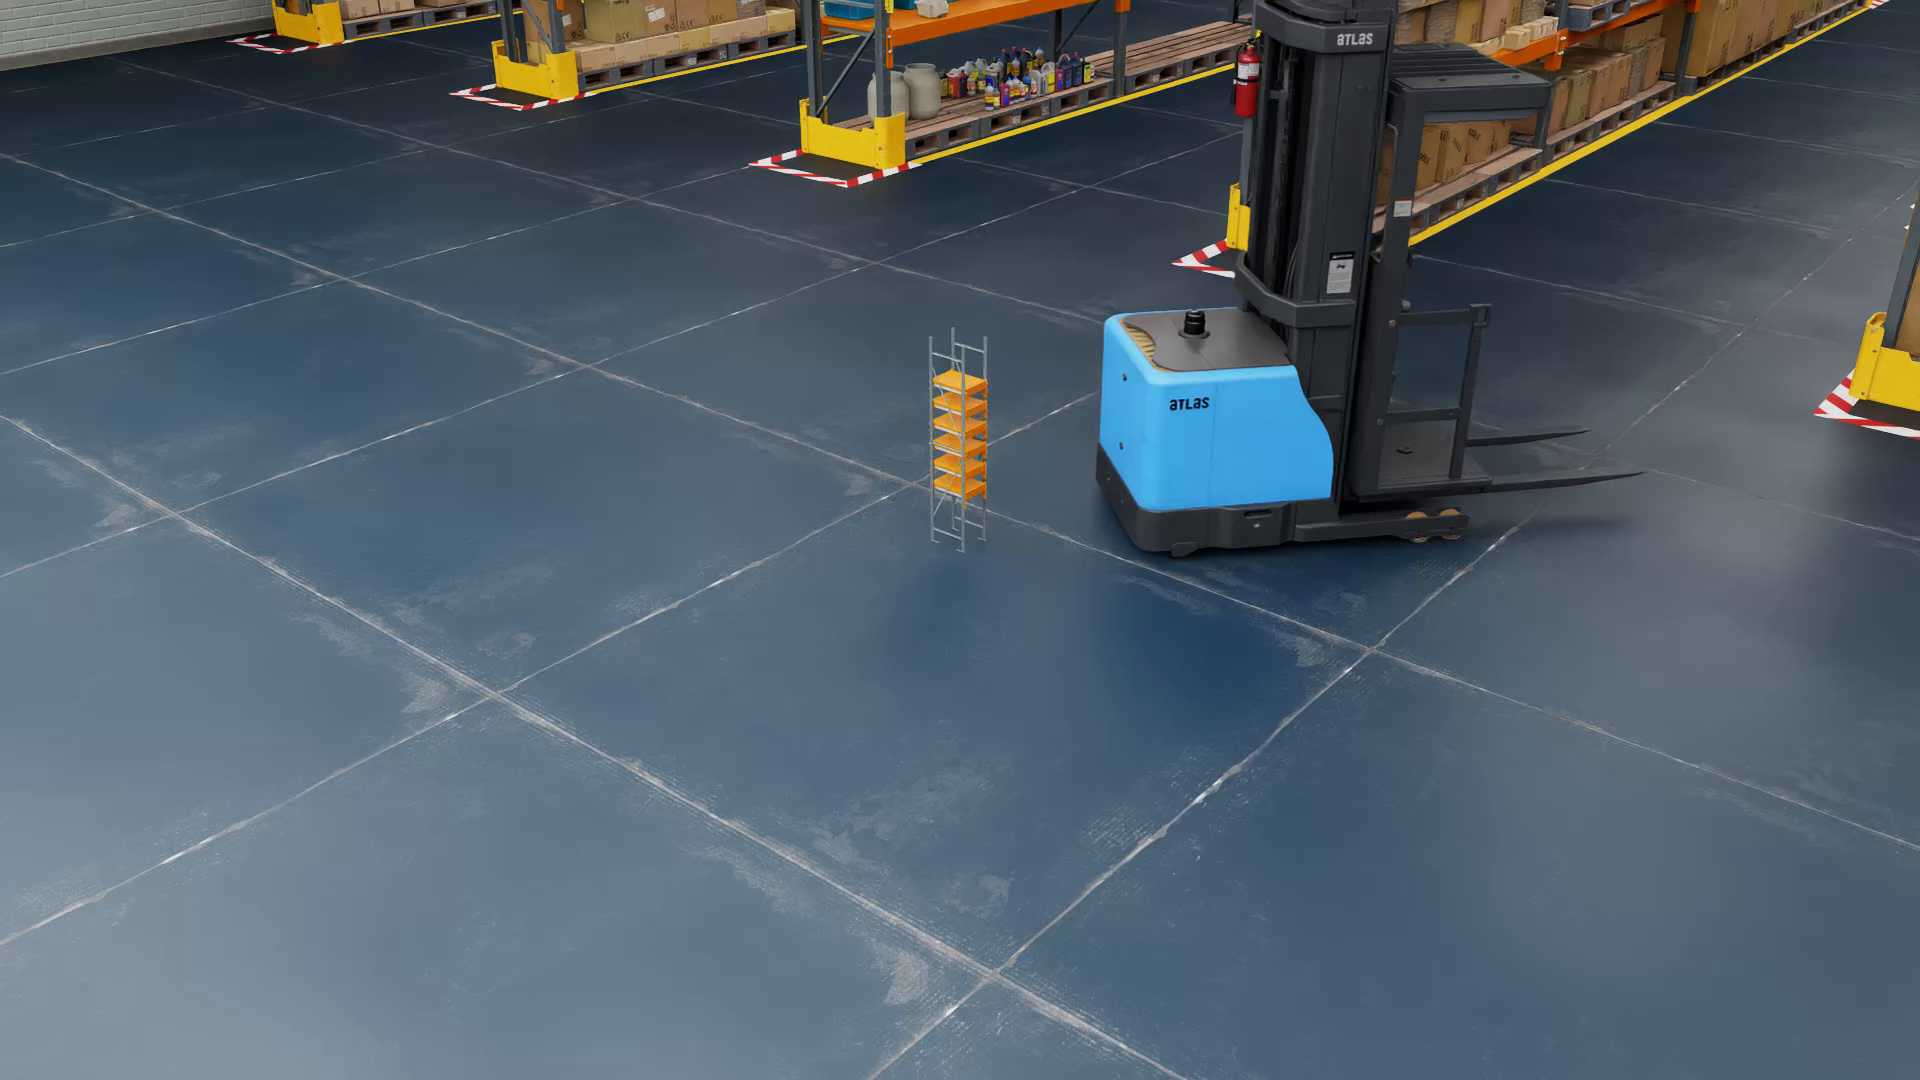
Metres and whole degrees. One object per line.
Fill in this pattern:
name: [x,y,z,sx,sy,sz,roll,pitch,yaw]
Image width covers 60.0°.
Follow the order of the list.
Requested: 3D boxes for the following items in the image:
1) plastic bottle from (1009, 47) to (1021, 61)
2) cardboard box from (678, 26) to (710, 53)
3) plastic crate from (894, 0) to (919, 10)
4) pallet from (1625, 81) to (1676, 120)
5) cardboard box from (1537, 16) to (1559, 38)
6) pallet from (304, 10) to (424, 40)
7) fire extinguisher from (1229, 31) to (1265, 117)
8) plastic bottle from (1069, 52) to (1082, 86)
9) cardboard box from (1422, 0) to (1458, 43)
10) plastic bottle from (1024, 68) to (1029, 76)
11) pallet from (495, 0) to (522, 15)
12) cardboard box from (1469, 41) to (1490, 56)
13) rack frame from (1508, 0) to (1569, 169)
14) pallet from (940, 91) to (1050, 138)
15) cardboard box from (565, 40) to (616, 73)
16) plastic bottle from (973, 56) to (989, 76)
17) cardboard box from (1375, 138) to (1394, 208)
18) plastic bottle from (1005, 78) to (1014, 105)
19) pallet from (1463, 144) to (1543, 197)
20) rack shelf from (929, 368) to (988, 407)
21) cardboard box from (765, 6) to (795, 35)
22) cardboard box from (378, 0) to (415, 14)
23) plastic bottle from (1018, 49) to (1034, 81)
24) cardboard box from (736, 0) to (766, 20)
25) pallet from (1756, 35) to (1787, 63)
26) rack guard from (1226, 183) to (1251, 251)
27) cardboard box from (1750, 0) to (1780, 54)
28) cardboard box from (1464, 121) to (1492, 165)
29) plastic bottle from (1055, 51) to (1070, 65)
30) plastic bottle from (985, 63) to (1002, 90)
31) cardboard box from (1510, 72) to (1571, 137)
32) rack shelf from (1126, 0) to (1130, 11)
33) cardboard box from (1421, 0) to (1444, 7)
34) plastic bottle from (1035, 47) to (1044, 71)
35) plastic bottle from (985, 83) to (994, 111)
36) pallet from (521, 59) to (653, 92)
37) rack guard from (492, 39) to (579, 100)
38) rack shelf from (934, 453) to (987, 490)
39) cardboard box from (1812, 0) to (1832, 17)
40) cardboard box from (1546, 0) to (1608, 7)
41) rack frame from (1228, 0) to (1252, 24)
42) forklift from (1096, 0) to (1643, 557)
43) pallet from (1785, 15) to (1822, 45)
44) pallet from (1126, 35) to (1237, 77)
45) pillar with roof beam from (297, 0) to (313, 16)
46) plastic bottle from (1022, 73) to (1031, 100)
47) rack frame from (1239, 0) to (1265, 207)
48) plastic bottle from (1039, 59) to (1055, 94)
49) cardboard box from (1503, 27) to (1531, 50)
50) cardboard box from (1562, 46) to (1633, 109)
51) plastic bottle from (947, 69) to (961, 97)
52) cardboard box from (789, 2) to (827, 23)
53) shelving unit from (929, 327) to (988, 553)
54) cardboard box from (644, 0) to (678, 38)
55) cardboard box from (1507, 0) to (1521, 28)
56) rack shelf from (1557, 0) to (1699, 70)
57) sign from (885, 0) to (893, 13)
plastic bottle: [0.625,-5.402,18.832,0.144,0.351,0.185,22,34,36]
cardboard box: [-3.437,-6.201,20.507,0.500,0.250,0.500,21,34,34]
plastic crate: [-0.581,-5.557,16.890,0.499,0.251,0.408,21,34,34]
pallet: [7.327,-5.004,18.693,1.003,0.211,1.213,21,34,34]
cardboard box: [5.371,-4.827,15.590,0.380,0.149,0.250,21,34,34]
pallet: [-8.138,-7.092,22.729,1.003,0.211,1.213,21,34,34]
fire extinguisher: [2.308,-3.742,13.303,0.296,0.674,0.183,21,34,34]
plastic bottle: [1.271,-5.255,18.547,0.144,0.351,0.185,20,33,33]
cardboard box: [3.684,-4.423,14.103,0.875,0.500,0.500,21,34,34]
plastic bottle: [0.755,-5.017,18.160,0.061,0.283,0.133,21,34,34]
pallet: [-6.586,-7.957,24.401,1.003,0.211,1.213,21,34,34]
cardboard box: [4.405,-4.299,14.570,0.380,0.149,0.250,21,34,34]
rack frame: [5.281,-5.101,15.845,1.000,3.000,0.127,21,34,34]
pallet: [0.224,-4.649,18.008,1.003,0.211,1.213,21,34,34]
cardboard box: [-4.393,-5.669,19.480,0.500,0.250,0.500,21,34,34]
plastic bottle: [0.235,-5.185,18.411,0.144,0.351,0.185,20,34,34]
cardboard box: [3.500,-3.197,14.429,0.500,0.500,0.500,-18,32,-31]
plastic bottle: [0.526,-4.787,17.729,0.097,0.271,0.097,0,27,0]
pallet: [4.881,-3.614,16.006,1.003,0.211,1.213,21,34,34]
rack shelf: [-0.009,-0.808,8.819,0.258,0.103,0.180,21,34,34]
cardboard box: [-2.487,-6.734,21.538,0.500,0.250,0.500,21,34,34]
cardboard box: [-7.858,-7.448,22.830,0.500,0.311,0.500,24,36,38]
plastic bottle: [0.736,-5.360,18.751,0.144,0.351,0.185,21,34,34]
cardboard box: [-2.814,-6.893,21.030,0.500,0.500,0.500,21,34,34]
pallet: [9.936,-6.403,21.397,1.003,0.211,1.213,21,34,34]
rack guard: [2.785,-2.599,13.730,1.175,0.500,0.348,21,34,34]
cardboard box: [9.410,-6.630,20.657,1.225,0.875,0.875,19,33,33]
cardboard box: [4.637,-3.842,15.675,0.500,0.500,0.500,-16,31,-28]
plastic bottle: [1.160,-5.297,18.628,0.144,0.351,0.185,21,34,34]
plastic bottle: [0.365,-5.117,18.362,0.152,0.276,0.135,21,34,34]
cardboard box: [5.688,-4.397,16.727,0.700,0.500,0.500,18,32,31]
rack shelf: [2.731,-6.938,20.179,1.077,0.370,4.000,21,34,34]
cardboard box: [3.620,-4.594,13.344,0.500,0.500,0.500,21,34,34]
plastic bottle: [0.918,-5.547,19.198,0.097,0.271,0.097,0,27,0]
plastic bottle: [0.308,-4.665,17.494,0.097,0.271,0.097,0,27,0]
pallet: [-4.451,-5.624,19.891,1.003,0.211,1.213,21,34,34]
rack guard: [-4.921,-5.460,19.261,1.175,0.500,0.348,21,34,34]
rack shelf: [-0.009,-0.382,9.040,0.258,0.103,0.180,21,34,34]
cardboard box: [11.423,-7.710,22.744,0.875,0.875,0.875,21,34,34]
cardboard box: [5.894,-5.794,16.076,1.000,1.000,1.000,21,34,35]
rack frame: [4.003,-7.966,21.385,1.000,3.000,0.127,21,34,34]
forklift: [2.366,-1.523,9.004,3.031,2.935,1.130,-5,28,-9]
pallet: [10.913,-6.945,22.446,1.003,0.211,1.213,21,34,34]
pallet: [2.704,-6.034,20.684,1.003,0.211,1.213,21,34,34]
pillar with roof beam: [-5.631,-9.933,18.657,9.100,9.000,0.400,21,34,34]
plastic bottle: [0.719,-4.894,17.937,0.097,0.271,0.097,0,27,0]
rack frame: [2.736,-3.682,13.104,1.000,3.000,0.127,21,34,34]
plastic bottle: [0.944,-5.072,18.194,0.144,0.351,0.185,21,34,34]
cardboard box: [4.926,-4.549,15.052,0.380,0.149,0.250,21,34,34]
cardboard box: [6.716,-4.957,17.810,0.700,0.500,0.500,24,36,38]
plastic bottle: [-0.074,-4.976,18.090,0.152,0.276,0.135,21,34,35]
cardboard box: [-1.913,-7.033,22.116,0.500,0.250,0.500,20,33,33]
shelving unit: [-0.009,-0.528,8.964,0.258,1.200,0.189,21,34,34]
cardboard box: [-3.768,-6.361,20.001,0.500,0.500,0.500,21,34,34]
cardboard box: [4.601,-4.969,15.158,0.875,0.500,0.500,21,34,34]
rack shelf: [6.553,-5.490,17.381,1.077,0.370,4.000,21,34,34]
sign: [-0.664,-5.091,15.525,0.100,0.325,0.005,21,34,34]
